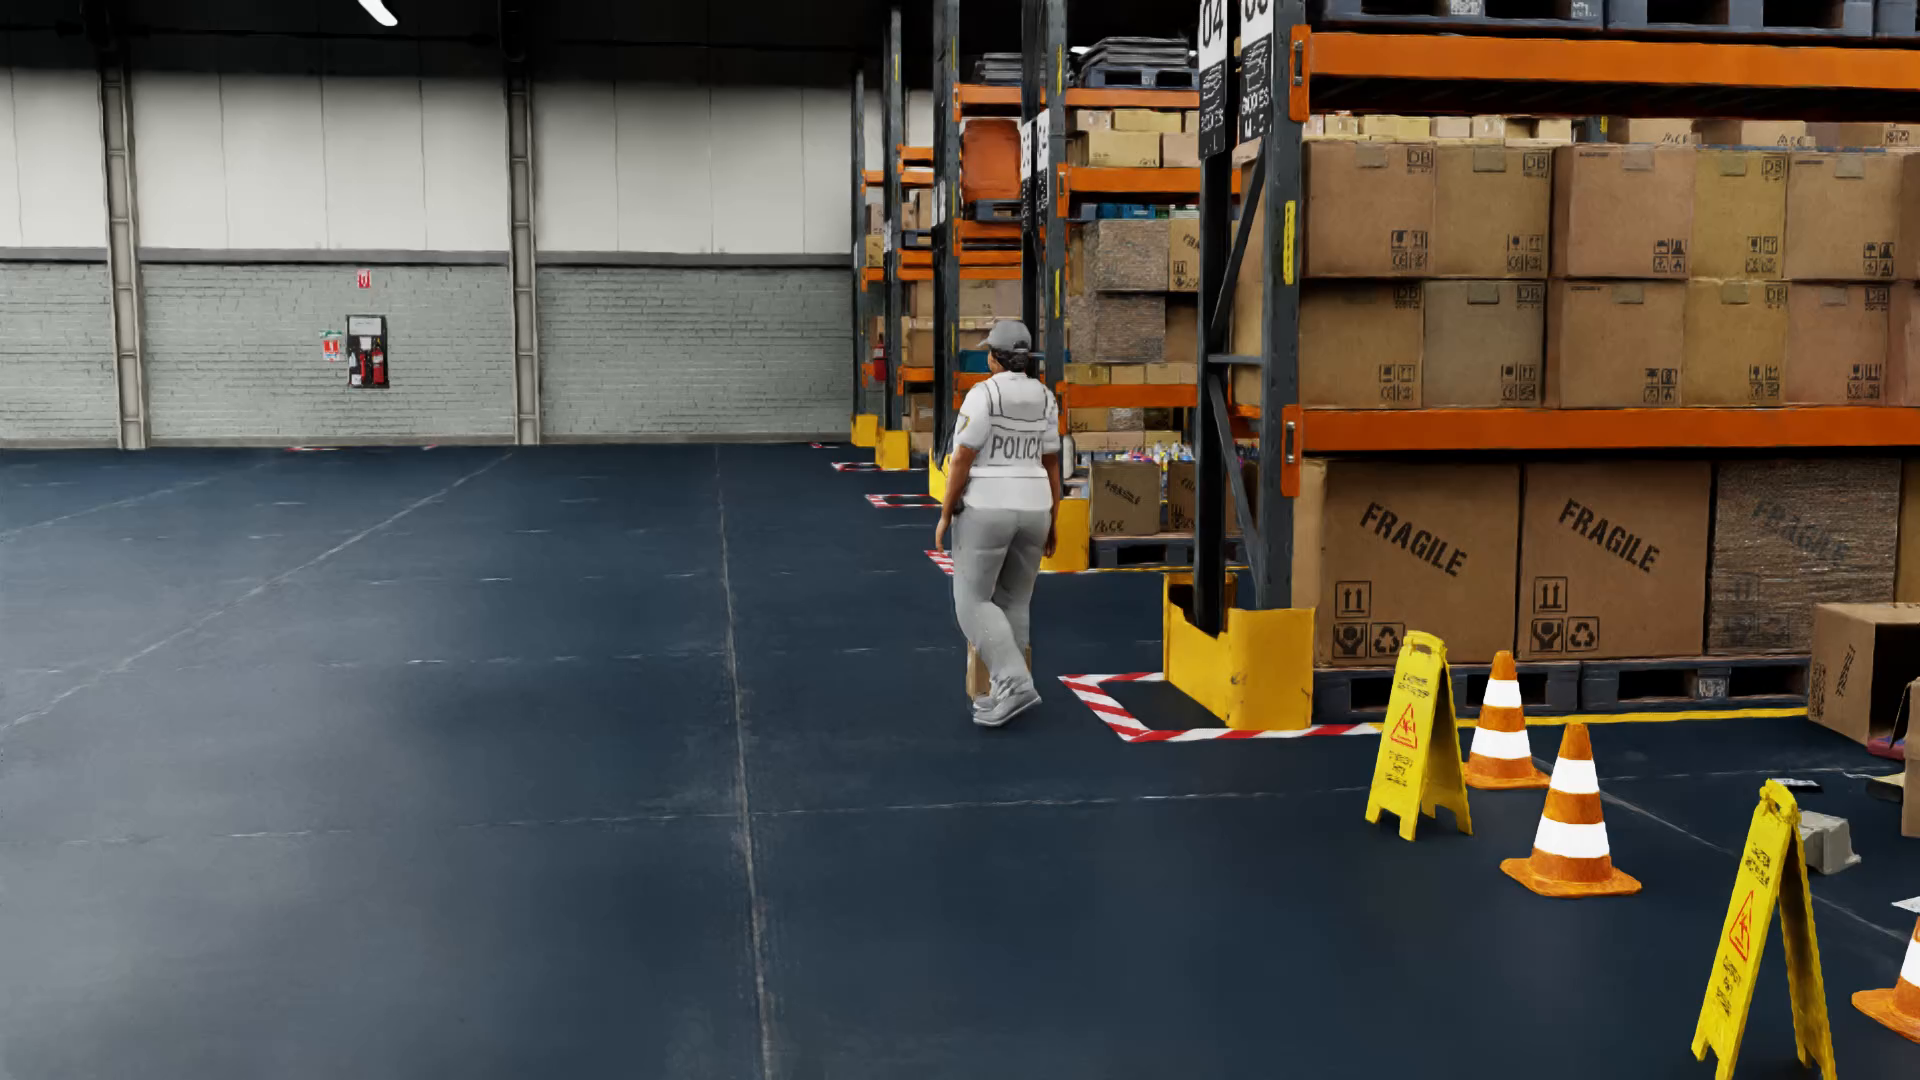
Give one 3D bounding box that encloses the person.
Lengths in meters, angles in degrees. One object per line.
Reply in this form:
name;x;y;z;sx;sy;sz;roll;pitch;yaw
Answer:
person;0.177;-0.078;6.893;0.554;1.667;0.494;-5;8;-35
